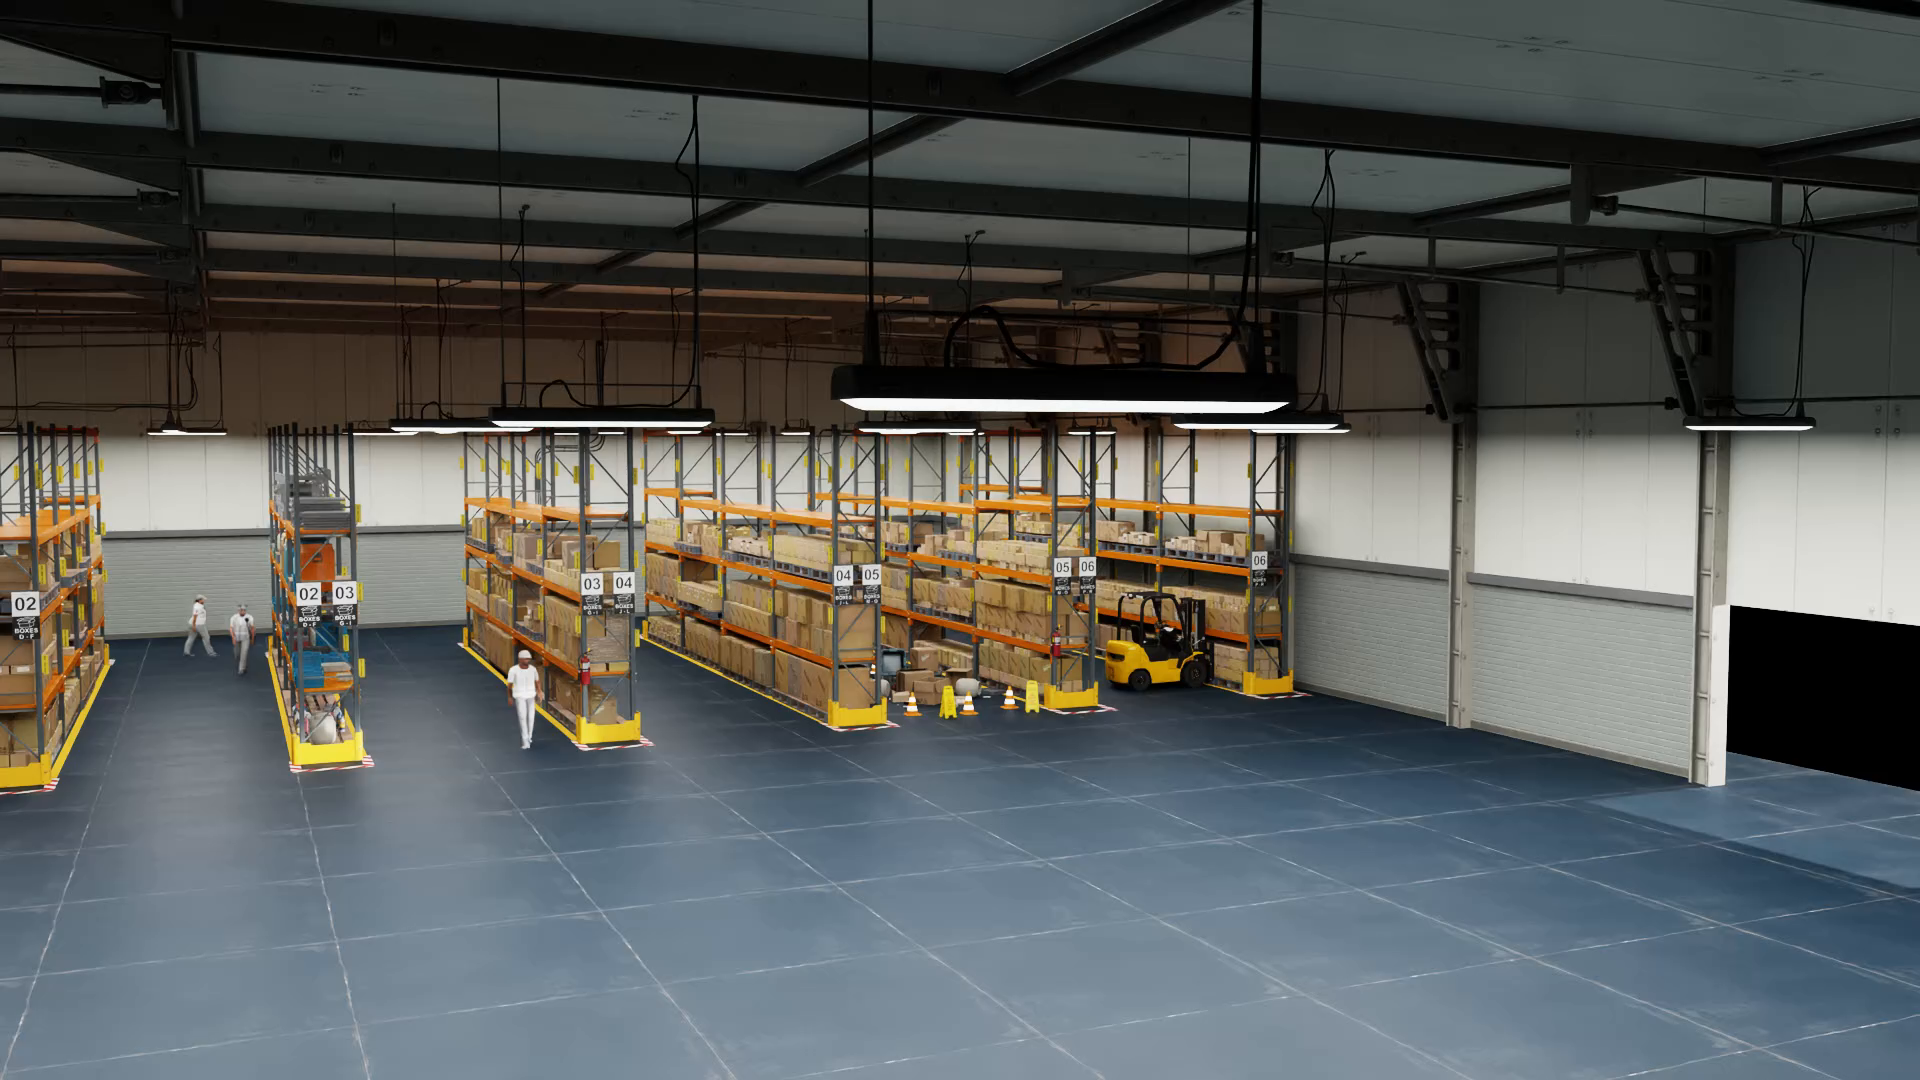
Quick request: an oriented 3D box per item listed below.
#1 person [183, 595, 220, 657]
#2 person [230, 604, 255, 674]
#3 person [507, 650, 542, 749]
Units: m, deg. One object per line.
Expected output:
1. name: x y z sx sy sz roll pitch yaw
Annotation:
1. person: -19.927 2.244 43.550 0.482 1.632 0.859 3 5 42
2. person: -17.484 2.397 40.447 0.523 1.687 1.061 -1 4 -10
3. person: -8.069 2.964 31.047 0.596 1.758 0.759 -3 4 -36
